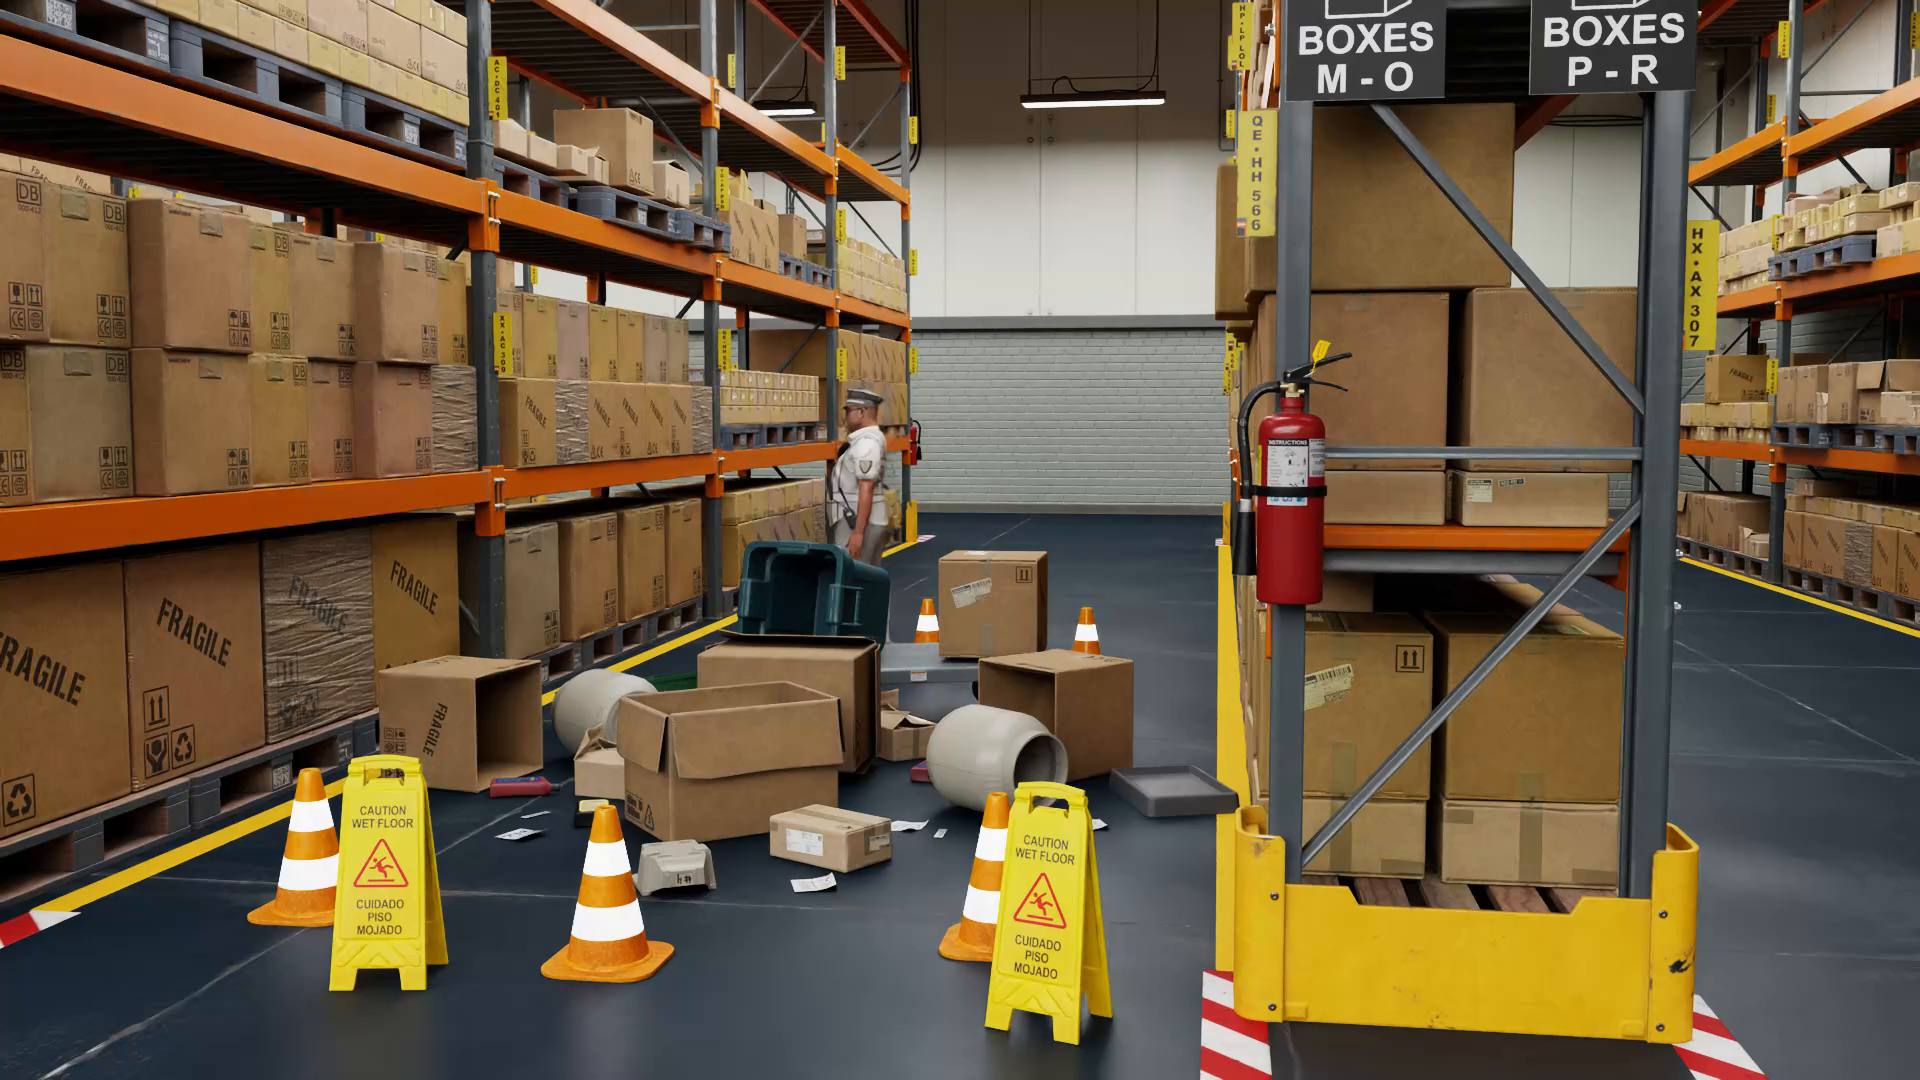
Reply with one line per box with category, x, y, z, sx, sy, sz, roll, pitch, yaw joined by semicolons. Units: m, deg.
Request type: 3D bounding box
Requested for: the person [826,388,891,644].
person;-0.672;-0.058;10.444;0.492;1.786;0.553;0;4;1
